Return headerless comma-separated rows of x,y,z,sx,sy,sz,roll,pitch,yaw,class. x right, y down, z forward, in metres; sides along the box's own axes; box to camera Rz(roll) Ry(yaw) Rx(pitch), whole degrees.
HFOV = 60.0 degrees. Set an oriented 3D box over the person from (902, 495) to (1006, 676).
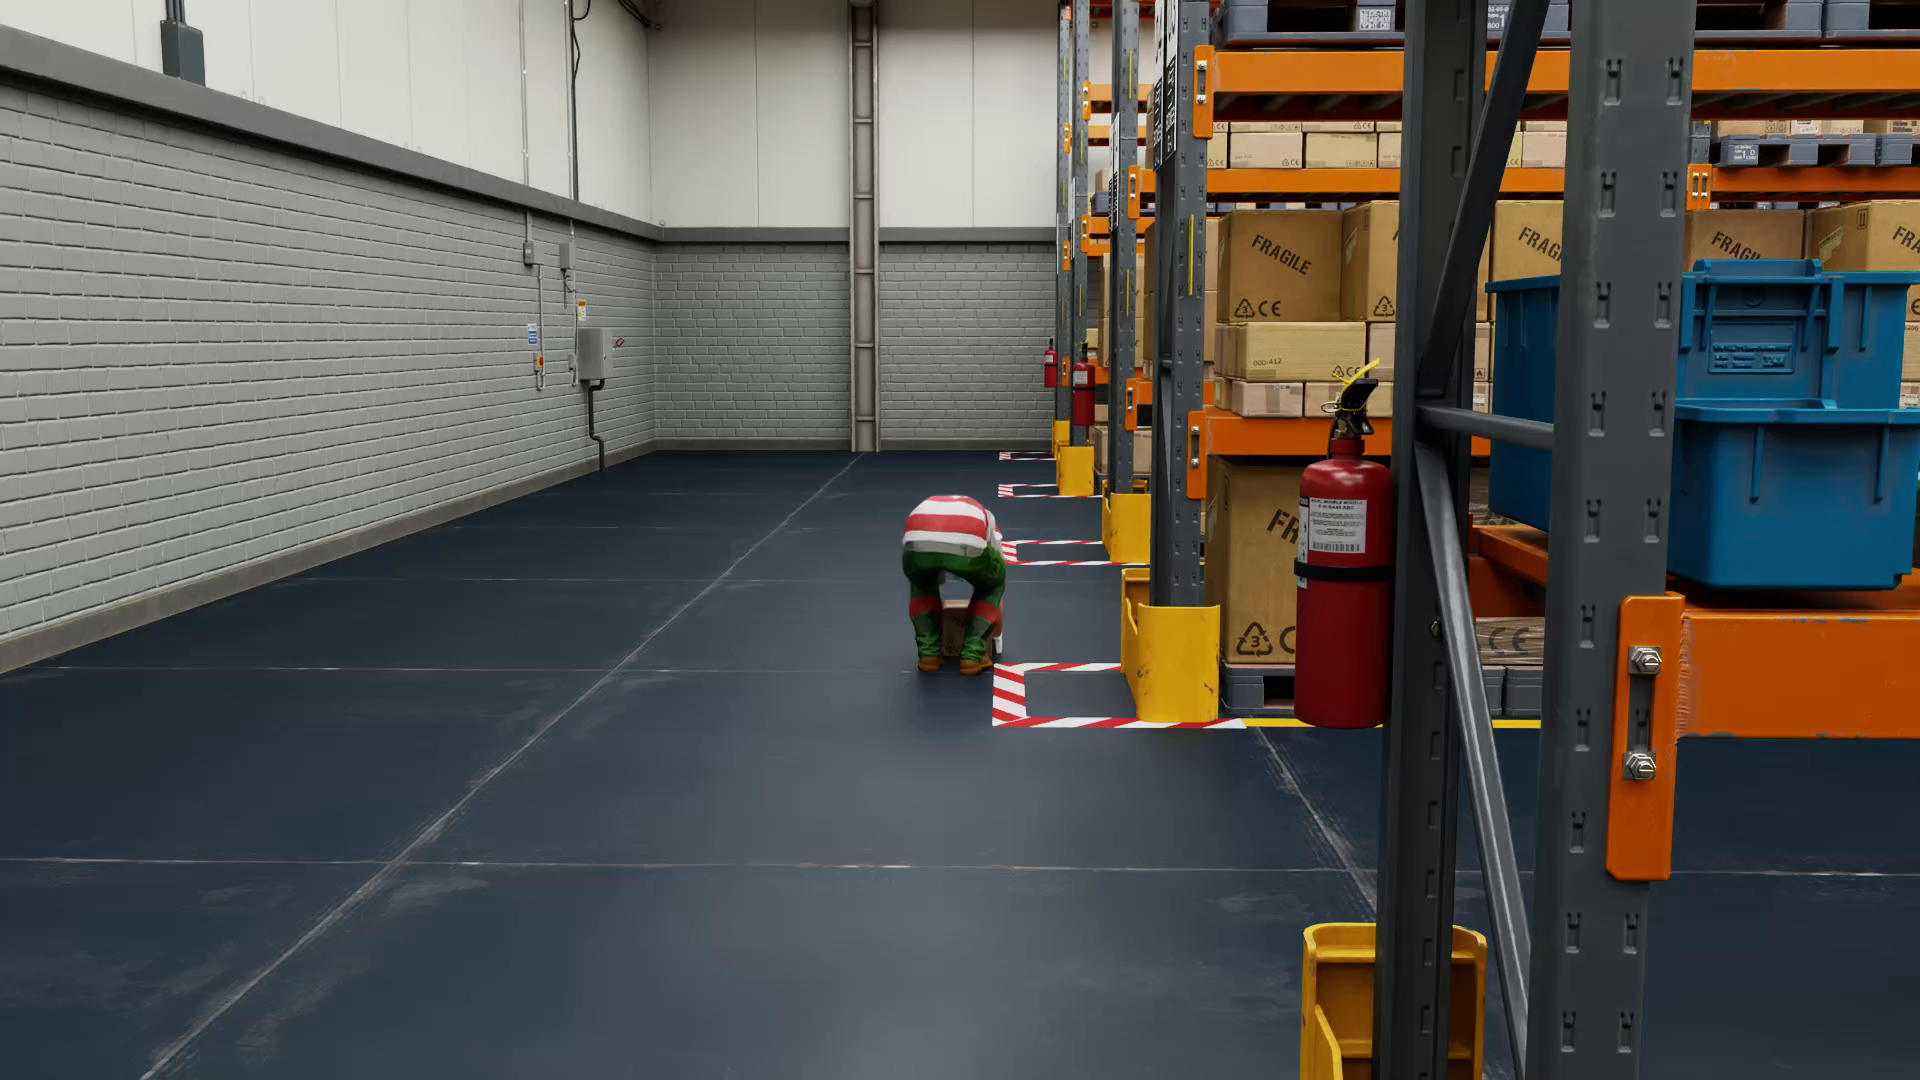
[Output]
-0.020,0.202,8.337,0.526,0.893,0.961,1,7,10,person
